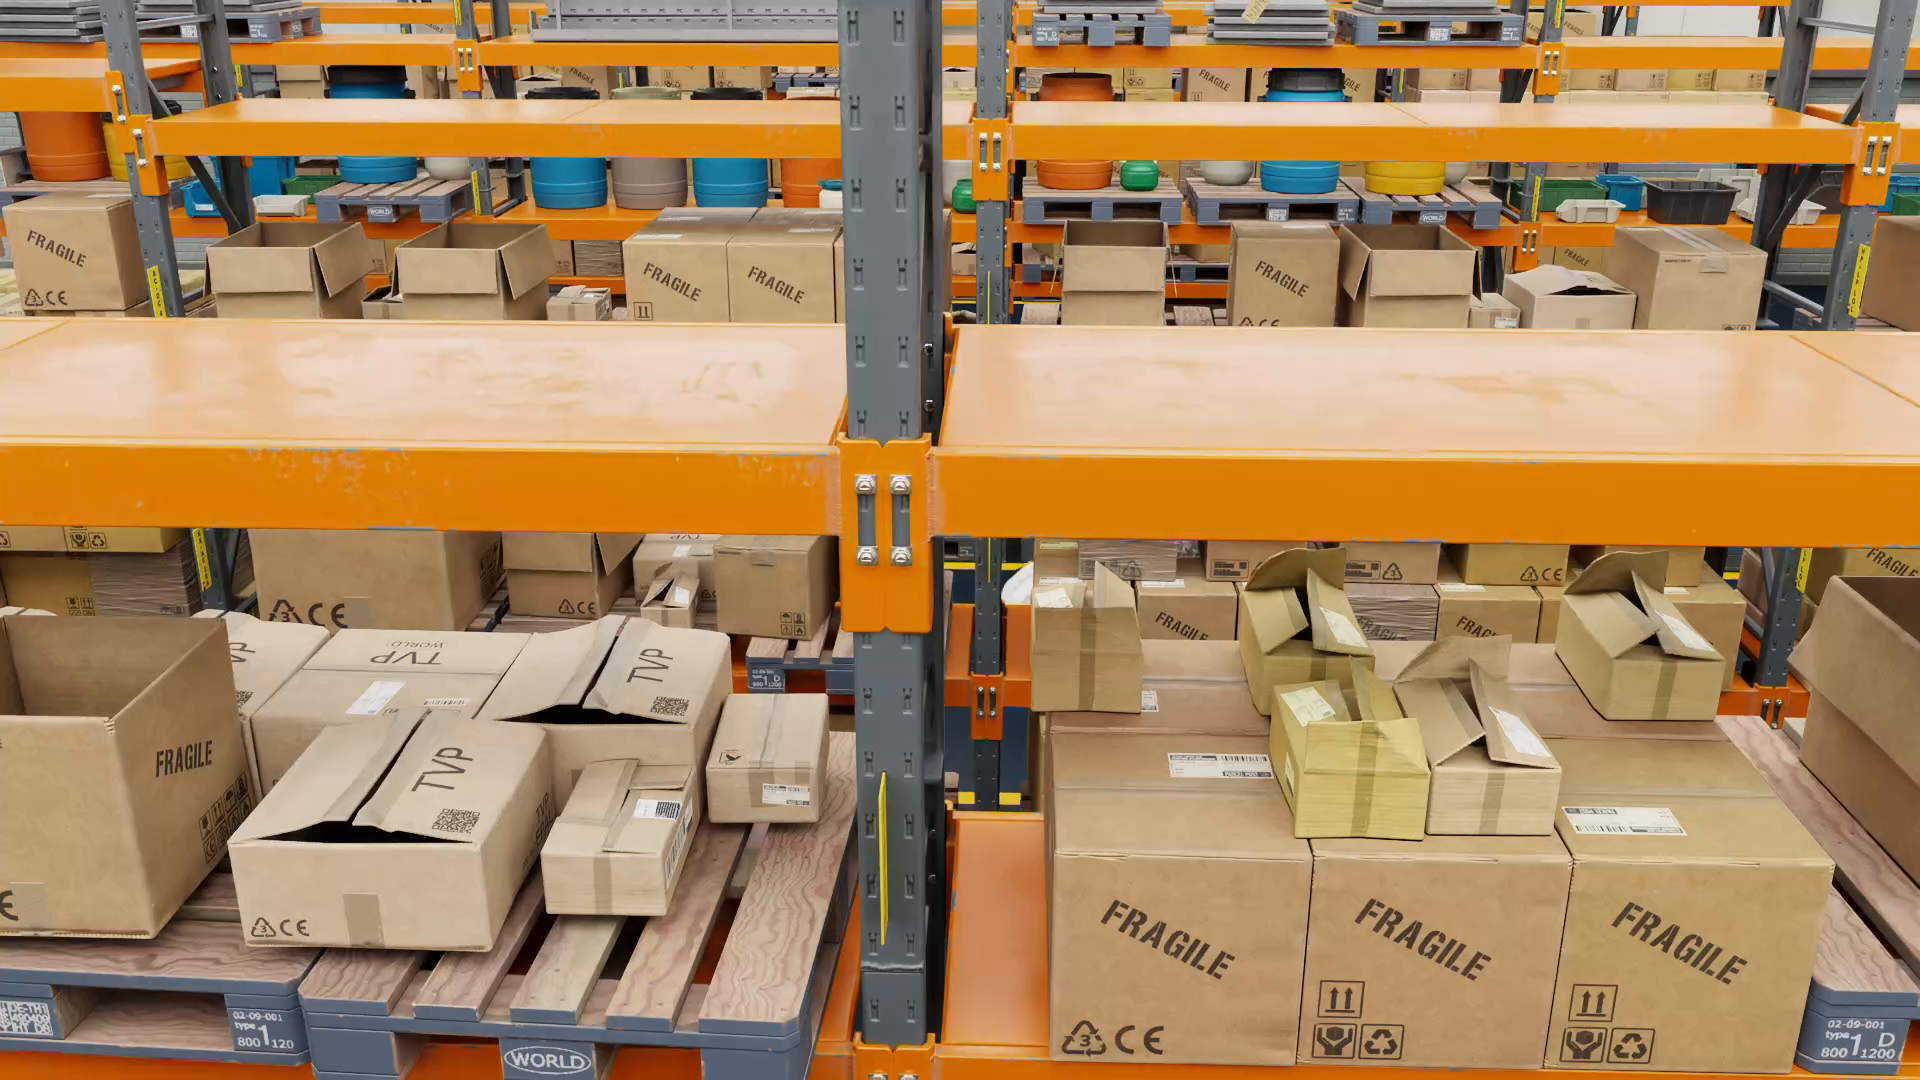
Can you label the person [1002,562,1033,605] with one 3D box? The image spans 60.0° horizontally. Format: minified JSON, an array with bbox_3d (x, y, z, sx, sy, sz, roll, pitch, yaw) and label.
[{"bbox_3d":[0.699,0.423,11.659,0.883,1.011,0.523,0,21,1],"label":"person"}]
